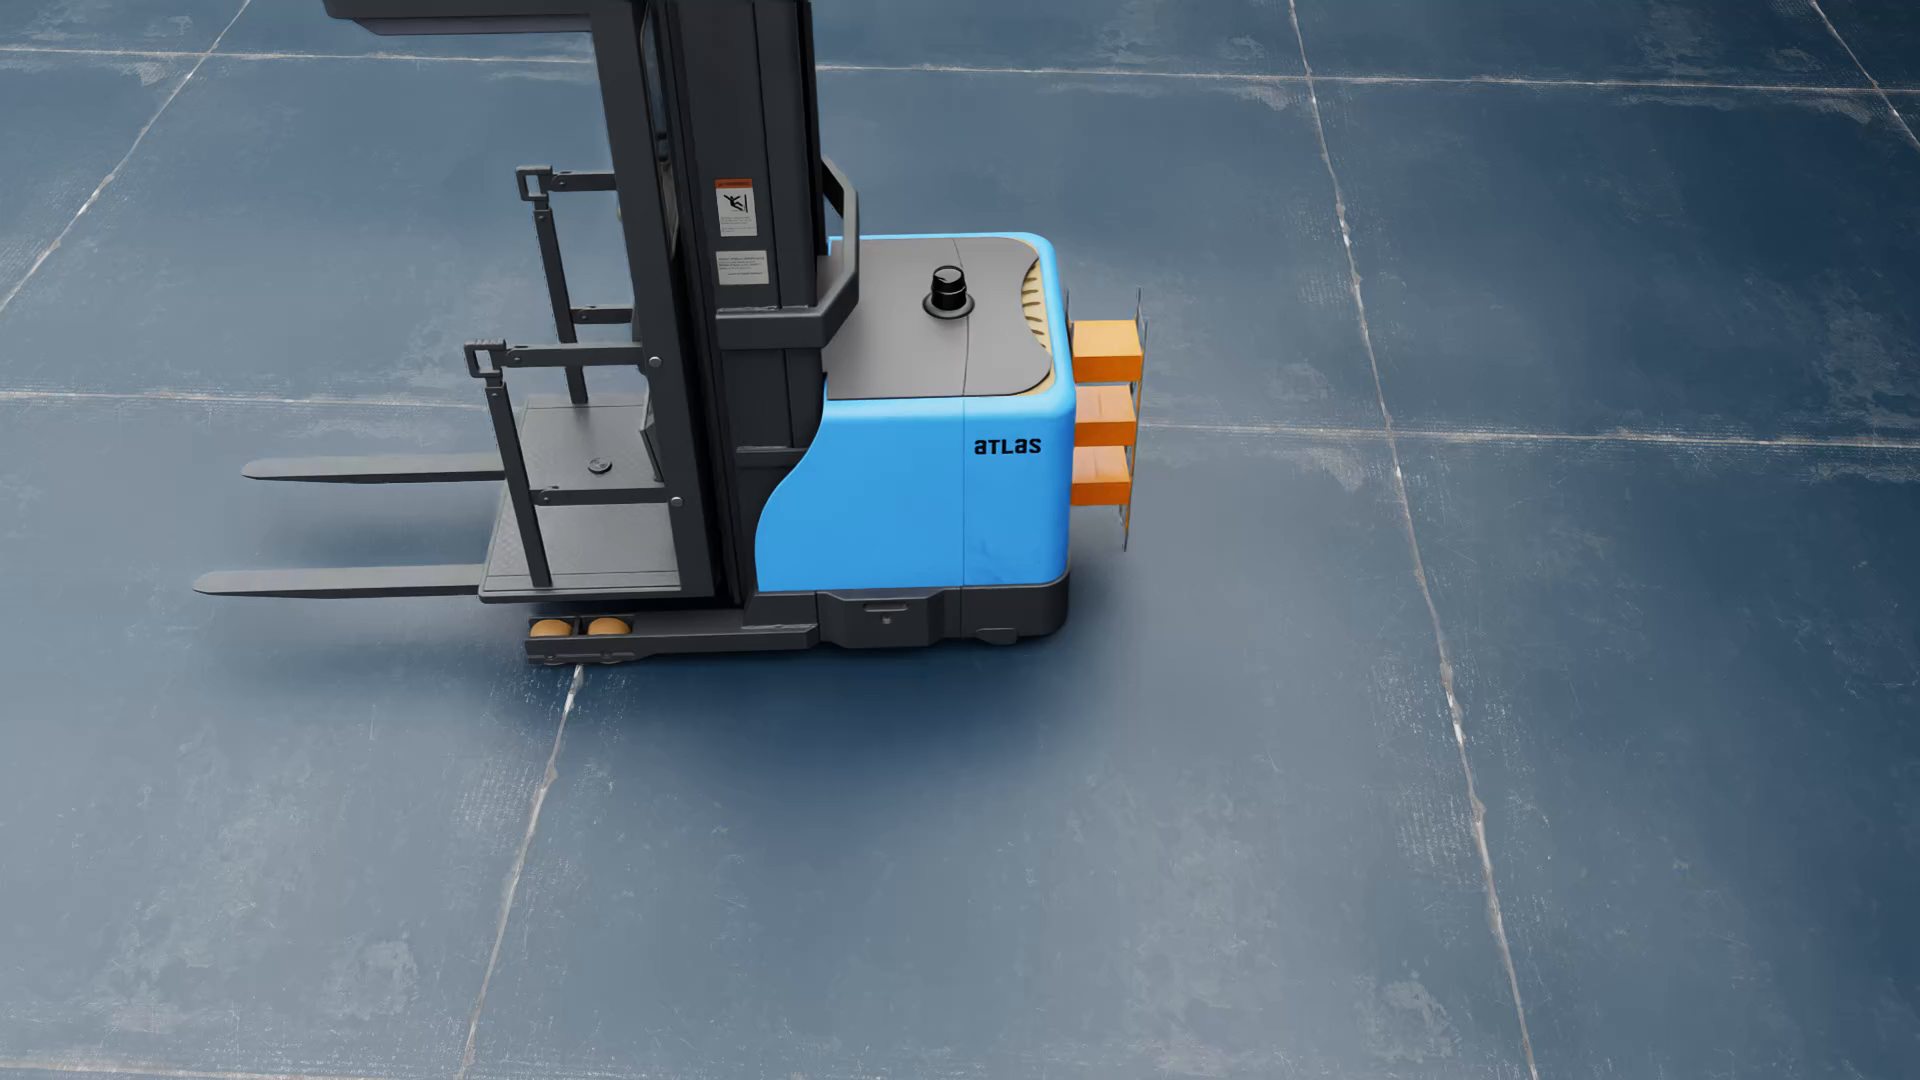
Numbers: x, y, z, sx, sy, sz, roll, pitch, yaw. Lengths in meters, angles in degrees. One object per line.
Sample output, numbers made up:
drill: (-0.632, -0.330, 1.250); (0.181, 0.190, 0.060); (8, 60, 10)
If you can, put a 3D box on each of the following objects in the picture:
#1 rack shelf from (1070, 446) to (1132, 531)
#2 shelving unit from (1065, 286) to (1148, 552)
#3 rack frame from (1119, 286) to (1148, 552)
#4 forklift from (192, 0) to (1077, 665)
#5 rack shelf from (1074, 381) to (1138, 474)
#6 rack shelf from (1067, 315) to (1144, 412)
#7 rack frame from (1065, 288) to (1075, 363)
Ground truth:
rack shelf: (0.492, -0.194, 6.112); (0.240, 0.259, 0.215); (-2, 43, -2)
shelving unit: (0.492, -0.405, 5.915); (0.252, 1.050, 0.215); (-2, 43, -2)
rack frame: (0.614, -0.409, 5.919); (0.008, 1.050, 0.200); (-2, 43, -2)
forklift: (-1.152, -1.007, 5.180); (3.031, 2.935, 1.130); (-2, 43, -2)
rack shelf: (0.492, -0.398, 5.922); (0.240, 0.259, 0.215); (-2, 43, -2)
rack shelf: (0.492, -0.605, 5.729); (0.240, 0.259, 0.215); (-2, 43, -2)
rack frame: (0.370, -0.402, 5.911); (0.008, 1.050, 0.200); (-2, 43, -2)
